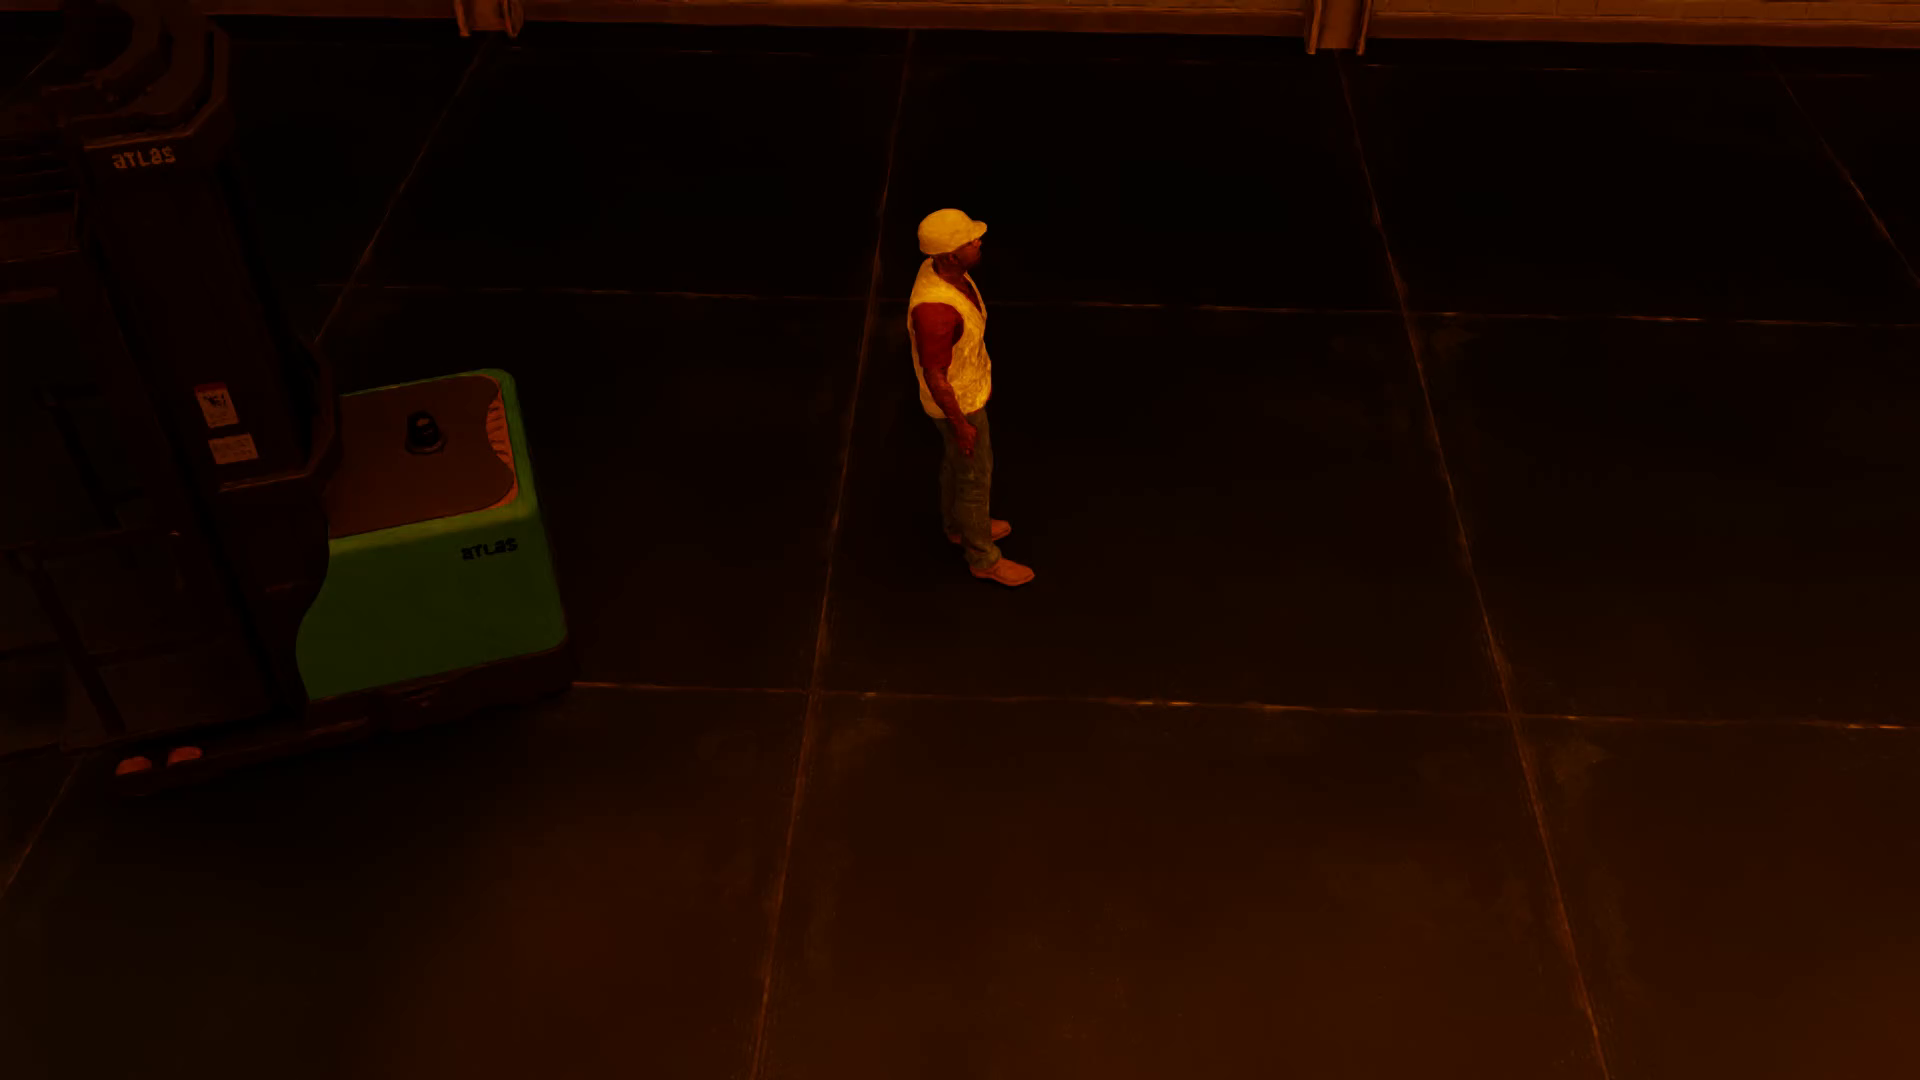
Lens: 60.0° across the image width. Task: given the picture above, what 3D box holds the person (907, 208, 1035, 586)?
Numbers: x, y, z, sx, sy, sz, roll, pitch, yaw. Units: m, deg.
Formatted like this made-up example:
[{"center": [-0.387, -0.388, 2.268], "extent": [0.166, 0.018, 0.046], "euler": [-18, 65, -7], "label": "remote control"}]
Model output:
[{"center": [0.069, -0.652, 7.310], "extent": [0.576, 1.766, 0.665], "euler": [2, 42, 2], "label": "person"}]

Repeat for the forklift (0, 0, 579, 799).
[{"center": [-3.221, -0.439, 6.224], "extent": [3.031, 2.935, 1.130], "euler": [-12, 44, -13], "label": "forklift"}]
